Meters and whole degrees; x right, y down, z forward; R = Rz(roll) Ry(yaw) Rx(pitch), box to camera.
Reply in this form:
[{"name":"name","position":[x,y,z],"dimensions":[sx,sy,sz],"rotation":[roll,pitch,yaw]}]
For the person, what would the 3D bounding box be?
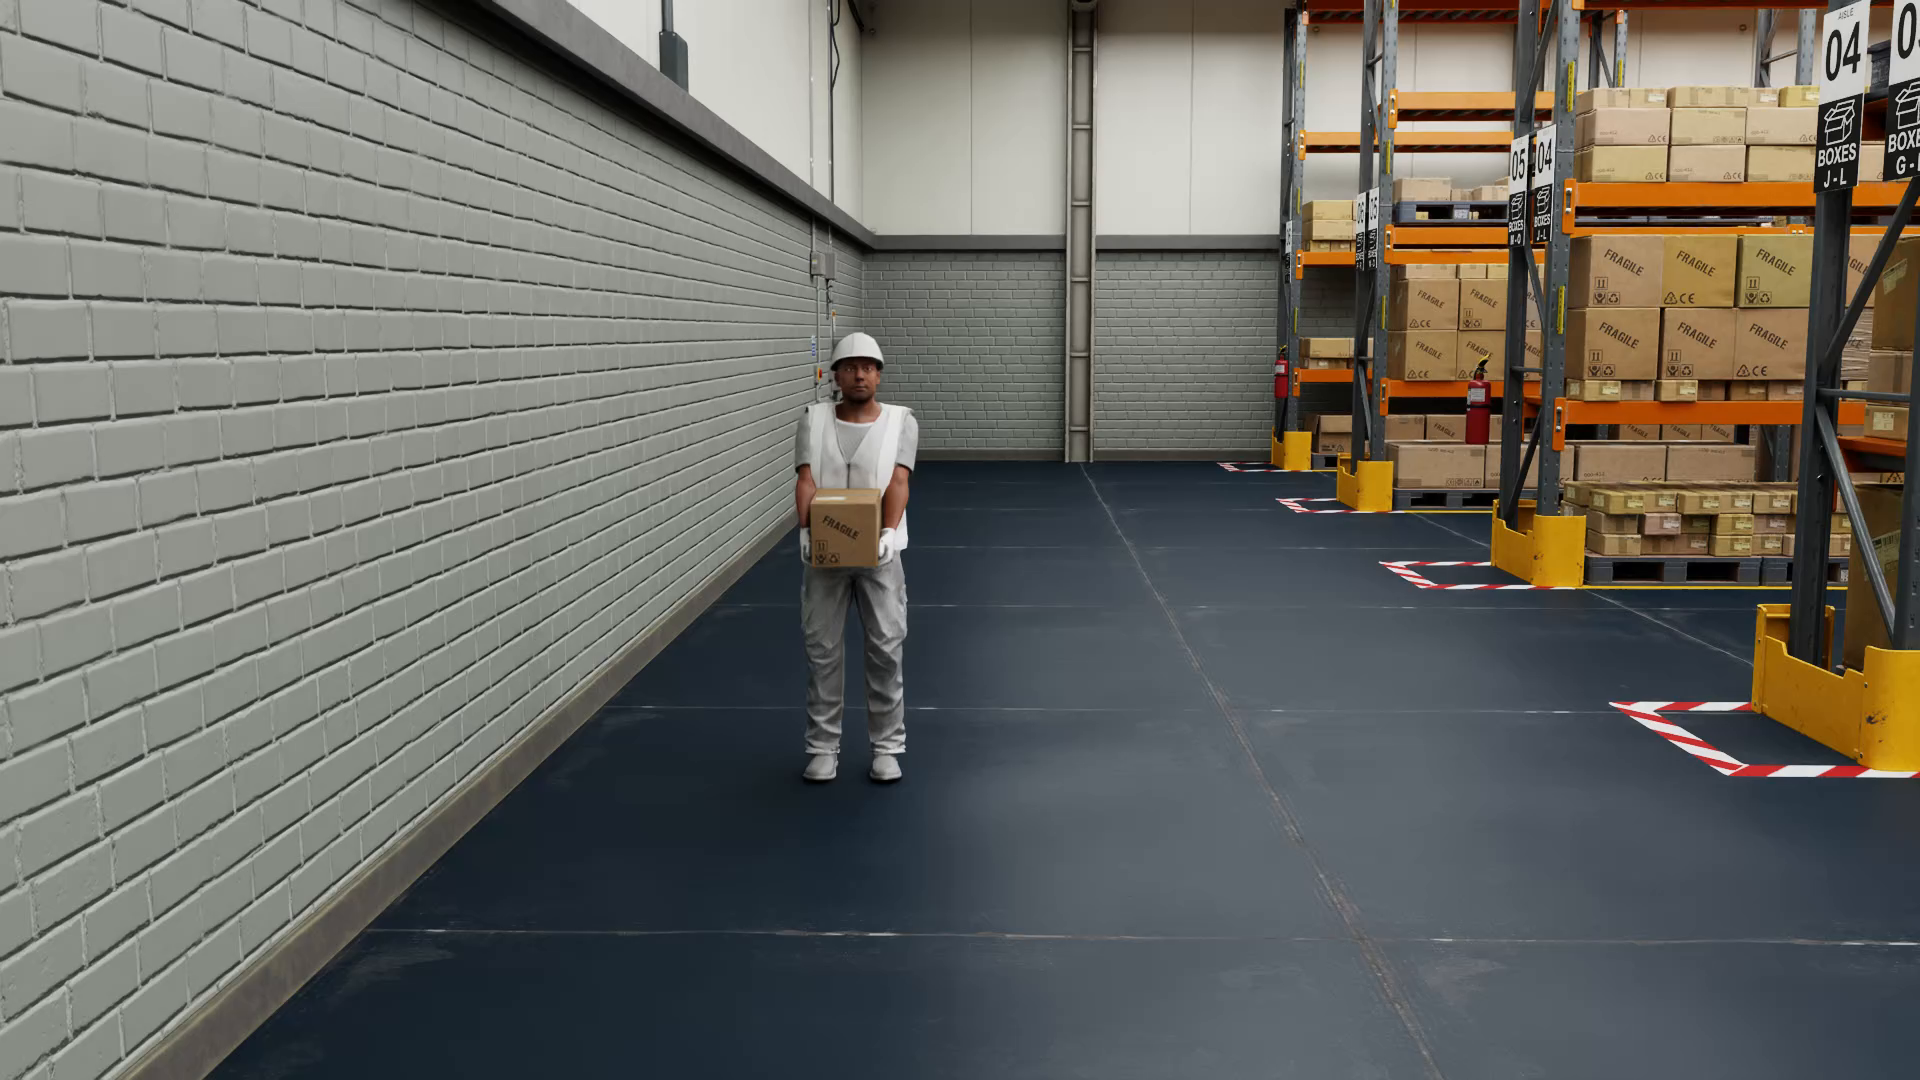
[{"name":"person","position":[-0.415,0.077,6.573],"dimensions":[0.489,1.781,0.565],"rotation":[0,7,2]}]
